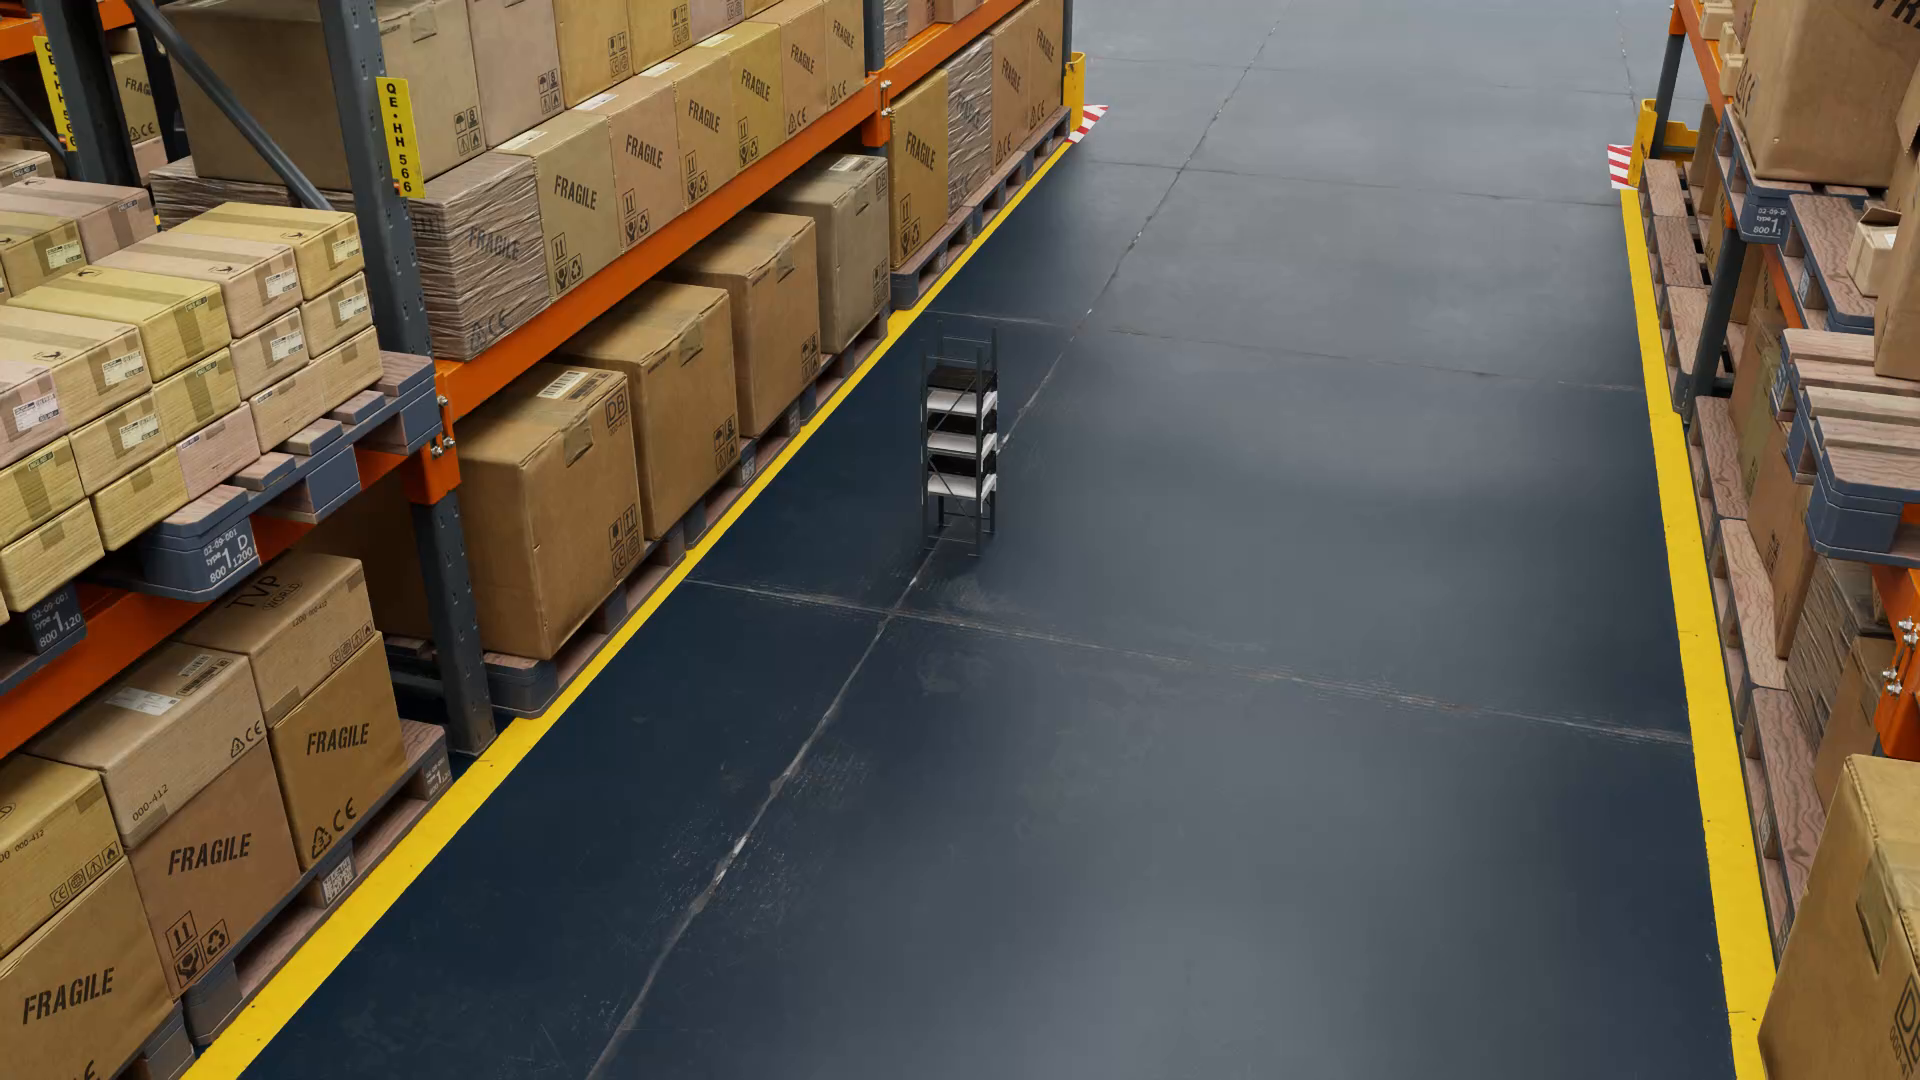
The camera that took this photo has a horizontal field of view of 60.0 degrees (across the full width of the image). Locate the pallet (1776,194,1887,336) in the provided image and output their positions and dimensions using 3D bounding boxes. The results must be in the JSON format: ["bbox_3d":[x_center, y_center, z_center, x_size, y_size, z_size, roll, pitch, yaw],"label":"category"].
[{"bbox_3d":[3.213,-0.778,5.261,1.003,0.211,1.213,8,30,15],"label":"pallet"}]

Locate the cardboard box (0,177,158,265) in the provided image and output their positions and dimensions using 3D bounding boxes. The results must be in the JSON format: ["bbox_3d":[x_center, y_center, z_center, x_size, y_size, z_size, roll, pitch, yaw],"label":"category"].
[{"bbox_3d":[-2.363,-0.835,4.381,0.380,0.149,0.250,9,30,15],"label":"cardboard box"}]

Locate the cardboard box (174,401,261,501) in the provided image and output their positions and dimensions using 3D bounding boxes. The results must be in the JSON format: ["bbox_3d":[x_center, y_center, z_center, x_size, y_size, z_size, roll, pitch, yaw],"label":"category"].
[{"bbox_3d":[-1.896,-0.235,3.913,0.380,0.149,0.250,9,30,16],"label":"cardboard box"}]

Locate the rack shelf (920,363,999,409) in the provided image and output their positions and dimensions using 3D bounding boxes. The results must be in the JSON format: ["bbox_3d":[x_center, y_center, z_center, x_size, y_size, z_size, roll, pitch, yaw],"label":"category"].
[{"bbox_3d":[-0.002,-0.596,6.409,0.258,0.077,0.200,8,30,15],"label":"rack shelf"}]

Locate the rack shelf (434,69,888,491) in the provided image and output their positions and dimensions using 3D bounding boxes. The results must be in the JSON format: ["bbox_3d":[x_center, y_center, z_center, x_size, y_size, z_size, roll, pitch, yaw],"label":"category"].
[{"bbox_3d":[-1.454,-1.306,6.752,1.077,0.370,4.000,8,30,15],"label":"rack shelf"}]

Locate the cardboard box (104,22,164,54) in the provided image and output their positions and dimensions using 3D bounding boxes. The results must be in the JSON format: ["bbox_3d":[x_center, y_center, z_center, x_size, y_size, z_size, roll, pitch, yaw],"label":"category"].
[{"bbox_3d":[-5.103,-3.087,10.172,0.380,0.149,0.250,9,30,16],"label":"cardboard box"}]

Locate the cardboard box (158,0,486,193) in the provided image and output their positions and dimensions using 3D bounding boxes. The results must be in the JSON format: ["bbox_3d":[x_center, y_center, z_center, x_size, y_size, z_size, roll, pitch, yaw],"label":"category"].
[{"bbox_3d":[-1.900,-1.379,5.012,0.700,0.500,0.500,8,30,15],"label":"cardboard box"}]

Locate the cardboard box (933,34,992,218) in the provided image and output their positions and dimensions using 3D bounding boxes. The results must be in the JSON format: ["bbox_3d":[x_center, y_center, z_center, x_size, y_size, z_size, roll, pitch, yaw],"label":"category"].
[{"bbox_3d":[-0.354,-2.507,9.924,0.875,0.875,0.875,9,30,15],"label":"cardboard box"}]

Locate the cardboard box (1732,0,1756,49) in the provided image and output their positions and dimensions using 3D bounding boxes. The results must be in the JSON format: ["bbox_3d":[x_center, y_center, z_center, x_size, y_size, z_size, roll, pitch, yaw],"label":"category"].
[{"bbox_3d":[4.267,-2.643,8.007,0.875,0.500,0.500,8,30,15],"label":"cardboard box"}]

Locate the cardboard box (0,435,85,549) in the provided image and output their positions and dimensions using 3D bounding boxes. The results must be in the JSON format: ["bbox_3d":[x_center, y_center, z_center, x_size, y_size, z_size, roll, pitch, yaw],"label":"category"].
[{"bbox_3d":[-2.051,-0.122,3.403,0.380,0.149,0.250,8,30,15],"label":"cardboard box"}]

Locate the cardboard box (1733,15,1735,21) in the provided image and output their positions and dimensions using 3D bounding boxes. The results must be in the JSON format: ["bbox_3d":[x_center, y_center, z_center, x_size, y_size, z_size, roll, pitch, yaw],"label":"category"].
[{"bbox_3d":[4.228,-2.627,8.646,0.380,0.149,0.250,8,30,15],"label":"cardboard box"}]

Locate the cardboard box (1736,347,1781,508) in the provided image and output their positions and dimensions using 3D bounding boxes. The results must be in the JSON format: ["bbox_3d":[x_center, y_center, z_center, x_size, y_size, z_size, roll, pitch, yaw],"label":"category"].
[{"bbox_3d":[3.486,-0.394,6.491,0.700,0.500,0.500,8,30,15],"label":"cardboard box"}]

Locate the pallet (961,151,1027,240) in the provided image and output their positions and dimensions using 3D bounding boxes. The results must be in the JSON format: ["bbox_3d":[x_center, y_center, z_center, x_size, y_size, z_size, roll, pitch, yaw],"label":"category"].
[{"bbox_3d":[-0.213,-2.242,10.564,1.003,0.211,1.213,8,30,15],"label":"pallet"}]

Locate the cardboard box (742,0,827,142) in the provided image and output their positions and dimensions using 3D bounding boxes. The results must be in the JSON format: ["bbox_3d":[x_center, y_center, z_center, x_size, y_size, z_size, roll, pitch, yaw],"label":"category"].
[{"bbox_3d":[-0.913,-2.078,7.297,0.500,0.500,0.500,8,30,14],"label":"cardboard box"}]

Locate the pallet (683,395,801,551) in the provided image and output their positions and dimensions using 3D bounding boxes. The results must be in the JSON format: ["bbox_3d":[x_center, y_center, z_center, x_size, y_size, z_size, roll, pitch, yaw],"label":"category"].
[{"bbox_3d":[-1.378,-0.393,7.239,1.003,0.211,1.213,8,30,15],"label":"pallet"}]

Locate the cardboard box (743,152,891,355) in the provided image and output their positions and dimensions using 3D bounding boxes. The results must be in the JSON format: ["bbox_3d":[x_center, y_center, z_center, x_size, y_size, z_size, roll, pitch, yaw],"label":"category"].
[{"bbox_3d":[-0.963,-1.449,8.151,1.050,0.750,0.750,8,30,15],"label":"cardboard box"}]

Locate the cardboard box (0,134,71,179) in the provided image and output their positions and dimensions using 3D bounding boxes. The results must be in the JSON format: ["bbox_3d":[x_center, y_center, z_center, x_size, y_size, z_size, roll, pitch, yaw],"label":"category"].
[{"bbox_3d":[-5.712,-2.504,10.562,0.500,0.250,0.500,10,31,17],"label":"cardboard box"}]

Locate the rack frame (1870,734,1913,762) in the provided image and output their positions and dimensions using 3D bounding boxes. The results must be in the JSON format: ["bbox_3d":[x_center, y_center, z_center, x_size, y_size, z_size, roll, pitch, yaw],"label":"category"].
[{"bbox_3d":[2.671,0.064,3.550,1.000,3.000,0.127,8,30,15],"label":"rack frame"}]

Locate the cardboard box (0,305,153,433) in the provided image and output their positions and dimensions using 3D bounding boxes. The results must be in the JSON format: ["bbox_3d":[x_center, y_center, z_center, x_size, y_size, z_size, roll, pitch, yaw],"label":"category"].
[{"bbox_3d":[-1.974,-0.369,3.542,0.380,0.149,0.250,9,30,16],"label":"cardboard box"}]

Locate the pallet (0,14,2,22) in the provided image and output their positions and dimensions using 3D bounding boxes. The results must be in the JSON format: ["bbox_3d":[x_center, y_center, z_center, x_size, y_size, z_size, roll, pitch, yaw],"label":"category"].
[{"bbox_3d":[-5.992,-2.791,8.879,1.003,0.211,1.213,8,30,15],"label":"pallet"}]

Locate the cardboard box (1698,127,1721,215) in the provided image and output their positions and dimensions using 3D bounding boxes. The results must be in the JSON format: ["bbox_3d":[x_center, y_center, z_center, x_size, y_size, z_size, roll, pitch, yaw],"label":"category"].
[{"bbox_3d":[4.677,-2.175,9.713,0.500,0.500,0.500,17,33,28],"label":"cardboard box"}]

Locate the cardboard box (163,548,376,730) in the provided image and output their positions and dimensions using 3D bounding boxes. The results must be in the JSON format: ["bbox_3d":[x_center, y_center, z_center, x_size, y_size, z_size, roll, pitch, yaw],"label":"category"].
[{"bbox_3d":[-1.991,0.245,4.591,0.500,0.250,0.500,8,30,14],"label":"cardboard box"}]

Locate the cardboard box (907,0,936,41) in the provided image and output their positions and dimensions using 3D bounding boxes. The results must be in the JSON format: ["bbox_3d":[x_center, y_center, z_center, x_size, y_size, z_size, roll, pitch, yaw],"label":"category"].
[{"bbox_3d":[-0.630,-3.047,8.988,0.875,0.550,0.550,8,30,15],"label":"cardboard box"}]

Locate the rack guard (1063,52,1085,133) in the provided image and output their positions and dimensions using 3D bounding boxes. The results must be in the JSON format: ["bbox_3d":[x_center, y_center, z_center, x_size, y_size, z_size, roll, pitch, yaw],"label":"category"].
[{"bbox_3d":[0.314,-3.327,12.217,1.175,0.500,0.348,8,30,15],"label":"rack guard"}]

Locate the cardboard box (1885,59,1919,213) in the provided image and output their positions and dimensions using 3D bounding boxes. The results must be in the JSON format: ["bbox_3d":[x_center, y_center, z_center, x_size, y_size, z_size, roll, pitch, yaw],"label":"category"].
[{"bbox_3d":[3.424,-1.205,5.292,0.797,0.503,0.637,12,31,20],"label":"cardboard box"}]

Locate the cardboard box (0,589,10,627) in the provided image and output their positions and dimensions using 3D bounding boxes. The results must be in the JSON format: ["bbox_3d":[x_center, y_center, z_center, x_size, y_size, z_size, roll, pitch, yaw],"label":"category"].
[{"bbox_3d":[-2.128,0.126,3.265,0.380,0.149,0.250,9,30,16],"label":"cardboard box"}]

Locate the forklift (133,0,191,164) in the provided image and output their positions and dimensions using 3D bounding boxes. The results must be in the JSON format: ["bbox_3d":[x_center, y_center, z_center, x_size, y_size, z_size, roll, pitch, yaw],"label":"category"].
[{"bbox_3d":[-3.135,-2.189,7.670,1.130,2.935,3.031,-11,31,-19],"label":"forklift"}]

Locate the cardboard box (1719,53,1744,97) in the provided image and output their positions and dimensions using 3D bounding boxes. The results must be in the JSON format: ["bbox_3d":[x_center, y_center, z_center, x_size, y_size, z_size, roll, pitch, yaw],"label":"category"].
[{"bbox_3d":[3.807,-2.182,7.845,0.380,0.149,0.250,8,30,15],"label":"cardboard box"}]

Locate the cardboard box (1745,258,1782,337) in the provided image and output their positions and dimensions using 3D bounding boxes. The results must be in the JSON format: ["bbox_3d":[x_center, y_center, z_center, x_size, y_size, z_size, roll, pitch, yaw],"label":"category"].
[{"bbox_3d":[4.001,-1.066,7.721,0.500,0.500,0.500,8,30,13],"label":"cardboard box"}]

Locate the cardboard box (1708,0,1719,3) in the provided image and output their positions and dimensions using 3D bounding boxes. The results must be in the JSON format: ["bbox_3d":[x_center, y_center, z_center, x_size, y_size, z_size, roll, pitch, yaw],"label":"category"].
[{"bbox_3d":[4.394,-2.984,9.287,0.380,0.149,0.250,8,30,15],"label":"cardboard box"}]

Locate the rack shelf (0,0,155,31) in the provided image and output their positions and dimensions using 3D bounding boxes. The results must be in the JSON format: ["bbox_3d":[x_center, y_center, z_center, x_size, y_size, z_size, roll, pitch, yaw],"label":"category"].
[{"bbox_3d":[-5.042,-3.824,11.279,1.077,0.370,4.000,8,30,15],"label":"rack shelf"}]

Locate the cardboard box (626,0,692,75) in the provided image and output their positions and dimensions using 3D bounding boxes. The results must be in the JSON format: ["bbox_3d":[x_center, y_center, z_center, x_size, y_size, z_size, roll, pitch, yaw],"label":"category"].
[{"bbox_3d":[-1.454,-2.090,6.291,0.700,0.500,0.500,8,30,14],"label":"cardboard box"}]

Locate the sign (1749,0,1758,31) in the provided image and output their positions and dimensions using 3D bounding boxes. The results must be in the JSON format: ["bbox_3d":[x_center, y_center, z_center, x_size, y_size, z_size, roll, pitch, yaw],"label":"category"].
[{"bbox_3d":[3.324,-2.247,6.814,0.100,0.325,0.005,8,30,15],"label":"sign"}]

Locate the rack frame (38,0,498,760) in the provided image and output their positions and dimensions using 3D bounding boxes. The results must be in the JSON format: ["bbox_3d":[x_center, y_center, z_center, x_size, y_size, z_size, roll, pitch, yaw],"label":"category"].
[{"bbox_3d":[-2.041,-0.691,4.906,1.000,3.000,0.127,8,30,15],"label":"rack frame"}]

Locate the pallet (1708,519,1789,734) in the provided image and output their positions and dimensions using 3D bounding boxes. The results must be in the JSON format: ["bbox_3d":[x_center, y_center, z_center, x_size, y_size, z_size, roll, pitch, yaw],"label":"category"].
[{"bbox_3d":[3.262,0.354,5.896,1.003,0.211,1.213,8,30,15],"label":"pallet"}]

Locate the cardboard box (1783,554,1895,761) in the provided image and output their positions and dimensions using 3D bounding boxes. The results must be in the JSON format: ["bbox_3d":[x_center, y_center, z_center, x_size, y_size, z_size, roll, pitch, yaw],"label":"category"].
[{"bbox_3d":[2.999,0.390,5.082,0.700,0.500,0.500,6,30,11],"label":"cardboard box"}]

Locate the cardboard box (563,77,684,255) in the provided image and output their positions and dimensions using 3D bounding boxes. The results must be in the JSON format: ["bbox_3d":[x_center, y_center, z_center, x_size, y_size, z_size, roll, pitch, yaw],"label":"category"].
[{"bbox_3d":[-1.356,-1.376,6.035,0.500,0.500,0.500,8,30,15],"label":"cardboard box"}]

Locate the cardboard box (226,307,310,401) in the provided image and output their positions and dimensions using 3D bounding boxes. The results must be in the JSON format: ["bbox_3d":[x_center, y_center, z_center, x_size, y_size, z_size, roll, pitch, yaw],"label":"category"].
[{"bbox_3d":[-1.827,-0.476,4.040,0.380,0.149,0.250,10,31,17],"label":"cardboard box"}]

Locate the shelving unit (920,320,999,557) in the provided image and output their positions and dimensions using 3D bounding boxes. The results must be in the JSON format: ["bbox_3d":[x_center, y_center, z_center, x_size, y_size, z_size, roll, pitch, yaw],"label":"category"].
[{"bbox_3d":[-0.002,-0.389,6.524,0.258,0.900,0.210,8,30,15],"label":"shelving unit"}]

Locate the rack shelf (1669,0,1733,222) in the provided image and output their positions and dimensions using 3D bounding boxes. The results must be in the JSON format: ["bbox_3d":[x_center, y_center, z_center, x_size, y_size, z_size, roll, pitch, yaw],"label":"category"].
[{"bbox_3d":[4.432,-2.410,8.737,1.077,0.370,4.000,8,30,15],"label":"rack shelf"}]

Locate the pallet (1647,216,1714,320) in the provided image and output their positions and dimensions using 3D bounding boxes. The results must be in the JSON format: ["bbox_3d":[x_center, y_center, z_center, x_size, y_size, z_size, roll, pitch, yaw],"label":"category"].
[{"bbox_3d":[4.365,-1.462,9.162,1.003,0.211,1.213,8,30,15],"label":"pallet"}]

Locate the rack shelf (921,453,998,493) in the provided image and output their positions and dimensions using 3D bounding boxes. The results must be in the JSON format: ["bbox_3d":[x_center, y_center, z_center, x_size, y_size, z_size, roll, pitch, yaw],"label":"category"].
[{"bbox_3d":[-0.002,-0.282,6.584,0.258,0.077,0.200,8,30,15],"label":"rack shelf"}]

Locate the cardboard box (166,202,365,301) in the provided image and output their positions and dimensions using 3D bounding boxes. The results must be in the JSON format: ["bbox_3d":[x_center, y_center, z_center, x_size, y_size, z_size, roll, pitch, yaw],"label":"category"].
[{"bbox_3d":[-1.747,-0.731,4.194,0.380,0.149,0.250,7,30,13],"label":"cardboard box"}]

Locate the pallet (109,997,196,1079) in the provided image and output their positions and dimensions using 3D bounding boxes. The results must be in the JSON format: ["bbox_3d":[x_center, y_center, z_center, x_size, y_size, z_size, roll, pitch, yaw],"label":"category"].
[{"bbox_3d":[-2.632,1.456,3.916,1.003,0.211,1.213,8,30,15],"label":"pallet"}]

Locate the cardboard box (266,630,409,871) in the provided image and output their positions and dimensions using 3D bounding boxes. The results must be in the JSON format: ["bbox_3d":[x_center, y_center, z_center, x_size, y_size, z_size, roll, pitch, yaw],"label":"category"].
[{"bbox_3d":[-1.984,0.561,4.795,0.500,0.500,0.500,8,30,15],"label":"cardboard box"}]

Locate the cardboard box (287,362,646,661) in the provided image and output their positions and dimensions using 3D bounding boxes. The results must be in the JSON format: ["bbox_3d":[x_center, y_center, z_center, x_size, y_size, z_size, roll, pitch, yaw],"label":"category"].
[{"bbox_3d":[-1.776,-0.161,5.837,1.050,0.750,0.750,8,30,14],"label":"cardboard box"}]

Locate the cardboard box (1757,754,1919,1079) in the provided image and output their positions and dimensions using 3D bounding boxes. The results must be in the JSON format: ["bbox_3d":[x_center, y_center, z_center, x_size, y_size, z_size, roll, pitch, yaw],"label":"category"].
[{"bbox_3d":[2.448,1.127,3.393,1.225,0.875,0.875,7,30,13],"label":"cardboard box"}]
